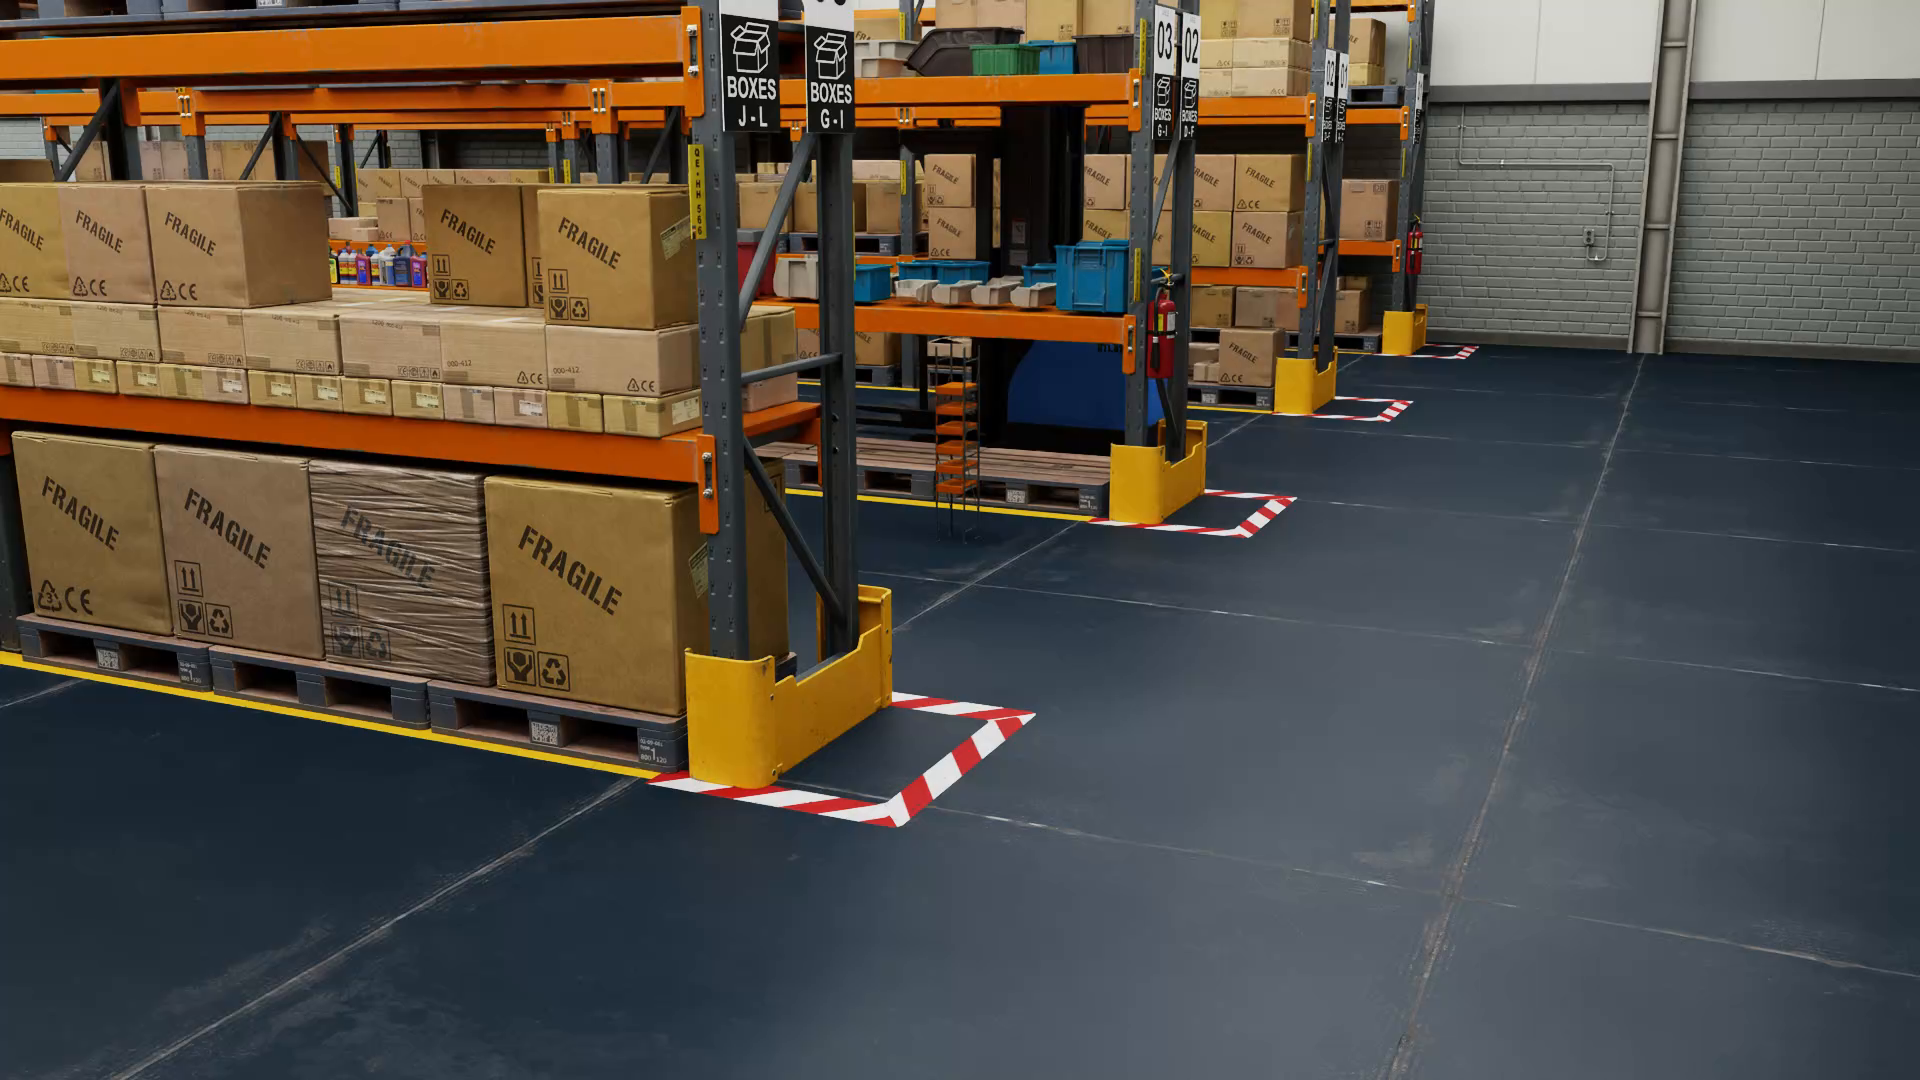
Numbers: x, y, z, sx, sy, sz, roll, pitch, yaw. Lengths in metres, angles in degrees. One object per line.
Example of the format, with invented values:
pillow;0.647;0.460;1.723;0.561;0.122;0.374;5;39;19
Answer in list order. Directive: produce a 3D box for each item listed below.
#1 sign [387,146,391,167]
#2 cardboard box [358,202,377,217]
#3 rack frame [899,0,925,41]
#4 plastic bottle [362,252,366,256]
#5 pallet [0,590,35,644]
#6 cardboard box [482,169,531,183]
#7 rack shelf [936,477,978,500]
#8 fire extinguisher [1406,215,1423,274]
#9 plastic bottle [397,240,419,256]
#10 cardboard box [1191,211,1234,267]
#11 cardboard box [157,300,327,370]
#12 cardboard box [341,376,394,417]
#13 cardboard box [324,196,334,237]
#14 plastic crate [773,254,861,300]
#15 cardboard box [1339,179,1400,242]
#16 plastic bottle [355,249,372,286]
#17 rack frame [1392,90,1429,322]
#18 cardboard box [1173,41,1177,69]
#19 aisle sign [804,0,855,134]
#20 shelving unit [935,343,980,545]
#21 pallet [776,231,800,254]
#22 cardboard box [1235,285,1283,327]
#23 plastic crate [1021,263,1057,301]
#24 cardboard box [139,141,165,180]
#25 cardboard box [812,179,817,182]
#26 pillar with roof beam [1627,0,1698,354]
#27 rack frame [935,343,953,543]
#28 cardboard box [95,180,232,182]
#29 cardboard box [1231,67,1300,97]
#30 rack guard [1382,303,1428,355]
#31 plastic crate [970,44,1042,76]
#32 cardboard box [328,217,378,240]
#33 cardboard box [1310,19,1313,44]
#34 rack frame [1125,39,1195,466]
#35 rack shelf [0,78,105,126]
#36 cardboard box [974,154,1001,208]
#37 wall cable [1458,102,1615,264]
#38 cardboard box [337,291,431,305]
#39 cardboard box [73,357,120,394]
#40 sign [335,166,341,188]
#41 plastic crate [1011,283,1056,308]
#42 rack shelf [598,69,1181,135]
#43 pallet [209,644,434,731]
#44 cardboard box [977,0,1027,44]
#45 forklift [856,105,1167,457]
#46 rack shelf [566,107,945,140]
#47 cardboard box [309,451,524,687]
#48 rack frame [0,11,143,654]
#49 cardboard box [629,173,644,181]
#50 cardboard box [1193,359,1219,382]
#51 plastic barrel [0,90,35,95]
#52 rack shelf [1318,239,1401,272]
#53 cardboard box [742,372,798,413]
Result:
sign;-9.057;-6.073;26.344;0.005;0.325;0.100;6;14;23
cardboard box;-8.982;-5.067;25.566;0.500;0.250;0.500;5;14;22
rack frame;-0.331;-6.017;16.198;0.127;3.000;1.000;6;14;23
plastic bottle;-5.057;-2.342;14.105;0.097;0.201;0.097;0;13;0
pallet;-5.083;0.274;8.623;1.213;0.211;1.003;6;14;23
cardboard box;-6.659;-5.197;24.481;0.500;0.500;0.500;6;14;23
rack shelf;-0.013;-0.309;10.188;0.180;0.103;0.258;6;14;23
fire extinguisher;5.280;-3.432;19.299;0.183;0.674;0.296;6;14;23
plastic bottle;-4.382;-2.201;13.176;0.185;0.351;0.144;6;14;23
cardboard box;2.331;-2.807;15.431;0.500;0.500;0.500;6;14;24
cardboard box;-3.095;-0.907;7.232;0.500;0.250;0.500;6;15;25
cardboard box;-2.321;-0.617;6.869;0.250;0.149;0.380;6;14;23
cardboard box;-8.054;-3.925;20.196;0.500;0.500;0.700;5;14;22
plastic crate;-1.019;-1.854;11.717;0.530;0.282;0.437;6;14;23
cardboard box;4.859;-3.952;19.875;0.700;0.700;0.980;7;15;26
plastic bottle;-4.695;-2.151;13.112;0.133;0.283;0.061;6;14;23
rack frame;5.329;-3.761;19.717;0.127;3.000;1.000;6;14;23
cardboard box;1.840;-4.444;15.297;0.500;0.250;0.500;6;14;23
aisle sign;-0.503;-1.979;6.432;0.004;0.787;0.394;6;14;23
shelving unit;-0.013;-0.585;10.123;0.189;1.200;0.258;6;14;23
pallet;-2.208;-3.194;17.720;1.213;0.211;1.003;6;14;23
cardboard box;3.731;-2.885;20.537;0.500;0.500;0.700;5;14;21
plastic crate;0.622;-1.792;11.561;0.300;0.233;0.416;6;14;23
cardboard box;-9.888;-4.742;20.839;0.500;0.500;0.700;6;14;23
cardboard box;-1.645;-4.606;22.405;0.500;0.500;0.500;6;15;25
pillar with roof beam;6.404;-5.713;14.905;0.400;9.000;9.100;6;14;23
rack frame;-0.097;-0.594;10.160;0.006;1.200;0.240;6;14;23
cardboard box;-3.818;-1.478;8.022;0.500;0.500;0.500;6;15;25
cardboard box;2.750;-4.106;14.949;0.500;0.250;0.500;6;14;23
rack guard;5.351;-2.542;19.993;0.348;0.500;1.175;6;14;23
plastic crate;0.299;-3.081;10.715;0.336;0.188;0.450;6;14;23
cardboard box;-7.178;-3.727;19.900;0.500;0.250;0.500;7;15;27
cardboard box;4.096;-5.826;19.500;0.500;0.500;0.500;6;15;25
rack frame;1.316;-1.692;10.899;0.127;3.000;1.000;6;14;23
rack shelf;-6.176;-2.323;8.596;4.000;0.370;1.077;6;14;23
cardboard box;0.458;-3.482;16.119;0.500;0.500;0.500;5;14;21
wall cable;6.883;-4.335;19.938;1.851;1.984;0.084;6;14;23
cardboard box;-2.434;-0.971;7.504;0.500;0.250;0.500;5;14;22
cardboard box;-3.730;-0.760;7.477;0.250;0.149;0.380;6;15;25
sign;-9.519;-5.550;25.445;0.005;0.325;0.100;6;14;23
plastic crate;0.497;-1.630;11.083;0.243;0.136;0.396;6;14;23
rack shelf;-0.512;-2.987;11.427;4.000;0.370;1.077;6;14;23
pallet;-2.564;0.529;7.537;1.213;0.211;1.003;6;14;23
cardboard box;0.529;-4.979;15.934;0.500;0.500;0.700;6;14;23
forklift;0.161;-2.175;13.110;3.031;2.935;1.130;6;14;24
rack shelf;-2.160;-4.391;17.412;4.000;0.370;1.077;6;14;23
cardboard box;-2.139;0.046;7.225;0.875;0.875;0.875;6;14;23
rack frame;-4.347;-1.027;8.067;0.127;3.000;1.000;6;14;23
cardboard box;-4.683;-5.027;23.930;0.500;0.500;0.700;7;15;29
cardboard box;2.395;-1.616;15.815;0.250;0.166;0.380;6;14;23
plastic barrel;-8.504;-4.444;14.966;0.600;0.901;0.600;0;13;0
rack shelf;3.500;-3.596;20.588;4.000;0.370;1.077;6;14;23
cardboard box;-0.881;-0.637;6.953;0.250;0.149;0.380;6;14;24
